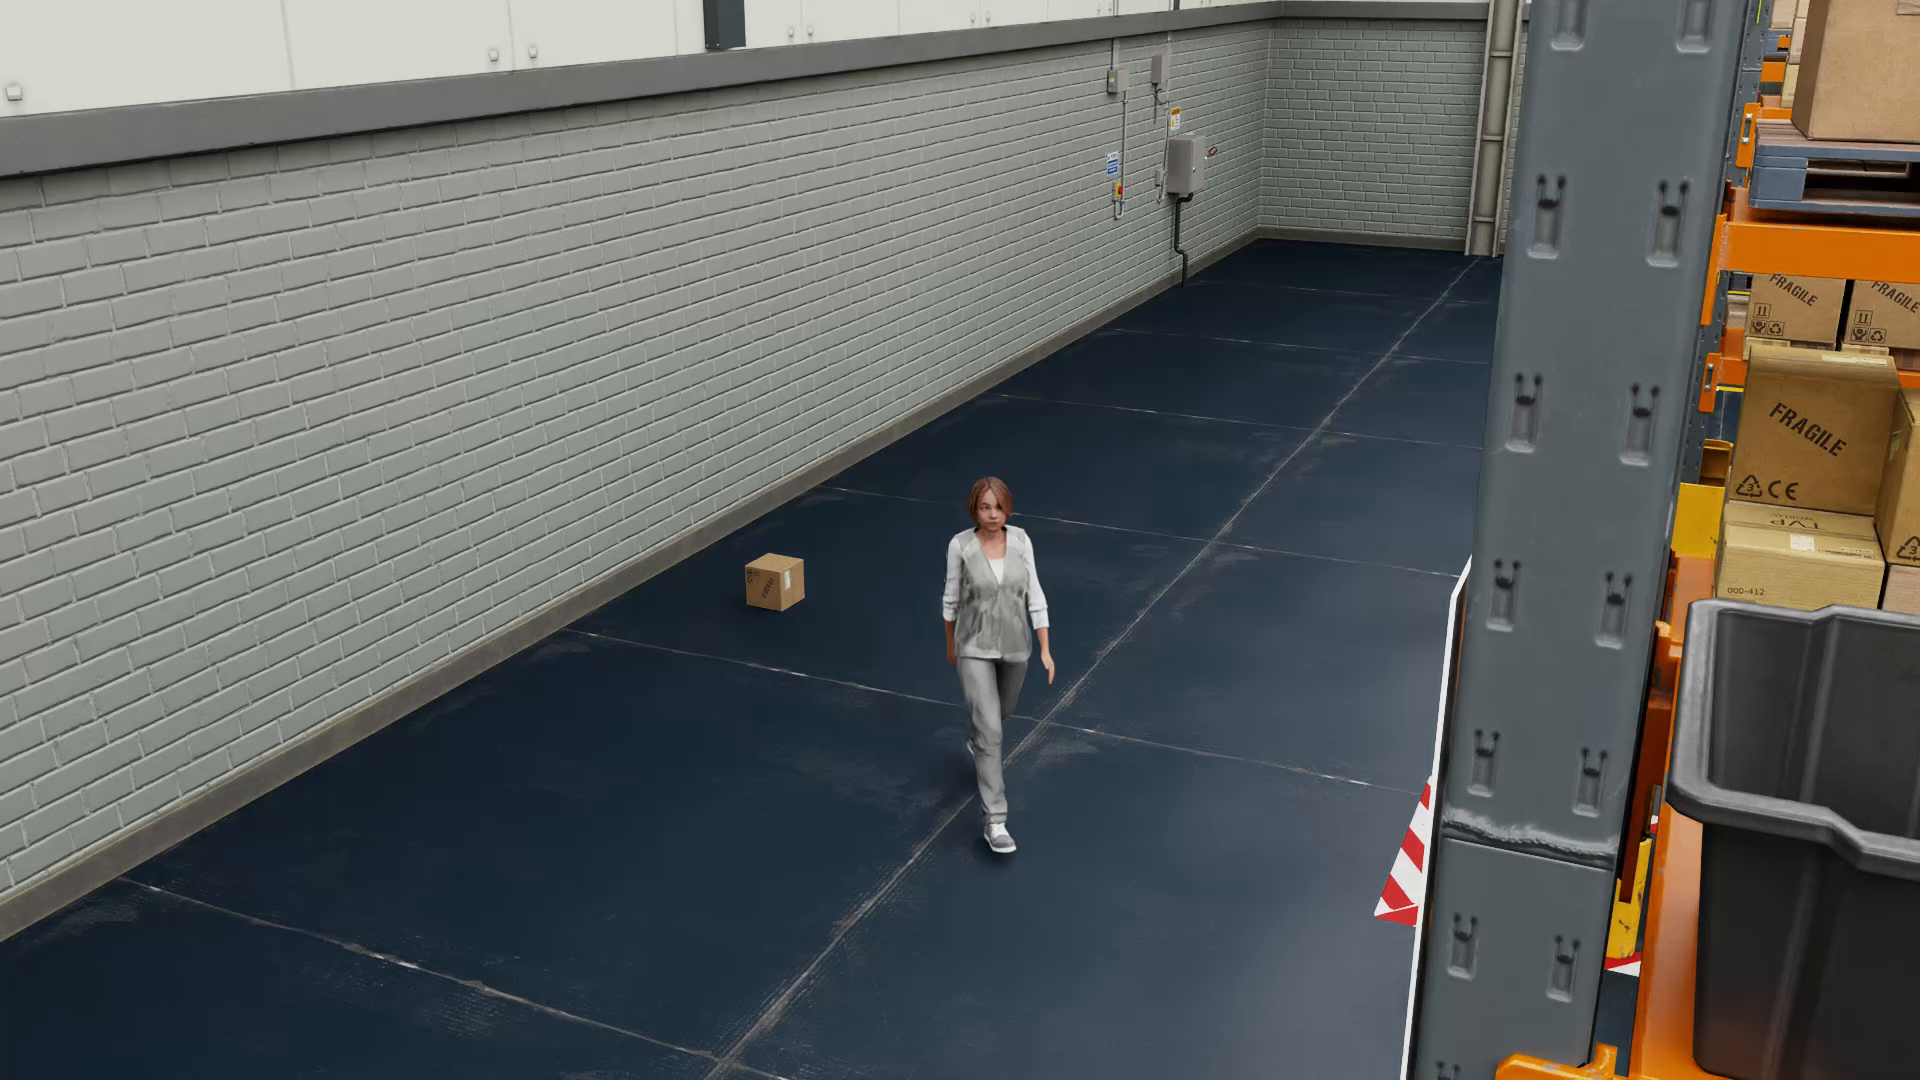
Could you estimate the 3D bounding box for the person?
[{"bbox_3d":[0.169,0.193,7.078,0.414,0.927,0.465,-6,20,-17],"label":"person"}]
